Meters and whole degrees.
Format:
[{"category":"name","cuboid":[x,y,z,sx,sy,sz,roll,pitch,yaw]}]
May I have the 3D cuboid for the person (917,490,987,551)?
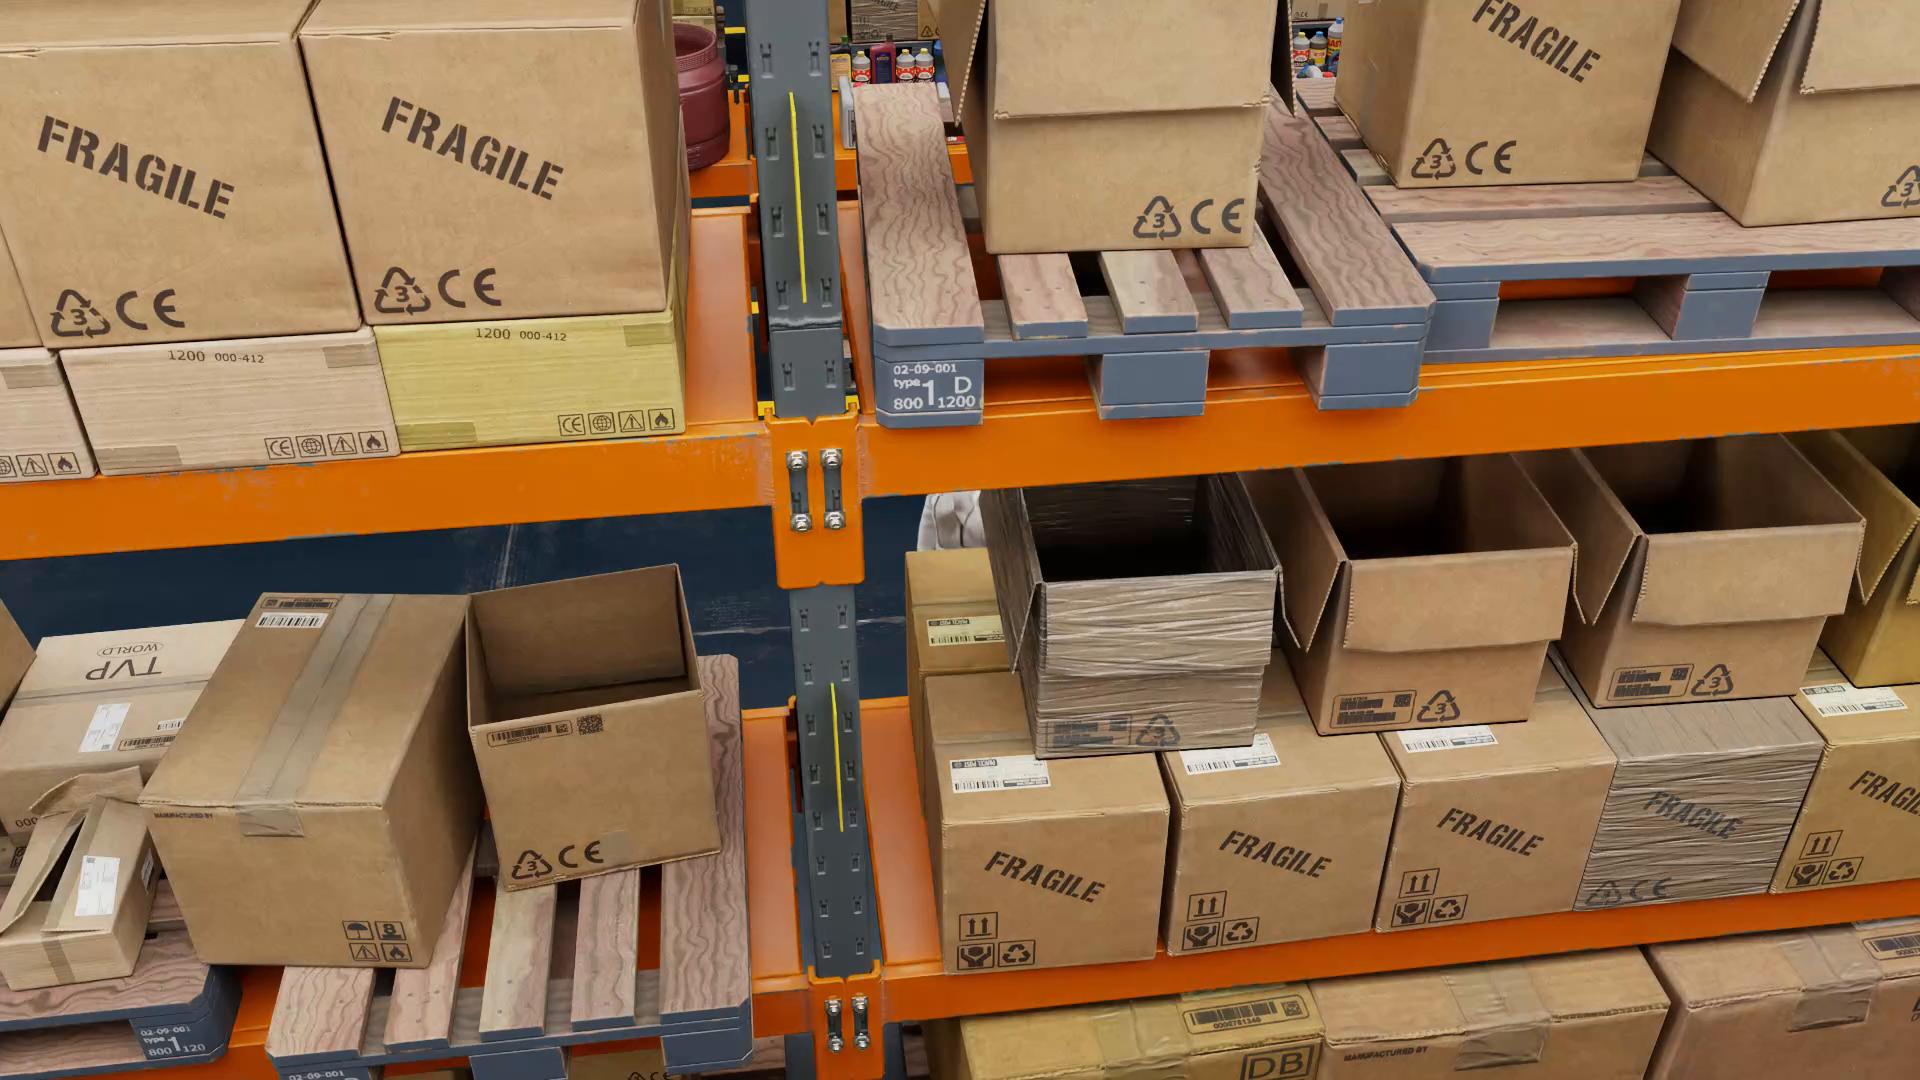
[{"category":"person","cuboid":[0.059,0.180,5.841,0.554,1.662,0.571,18,39,23]}]
